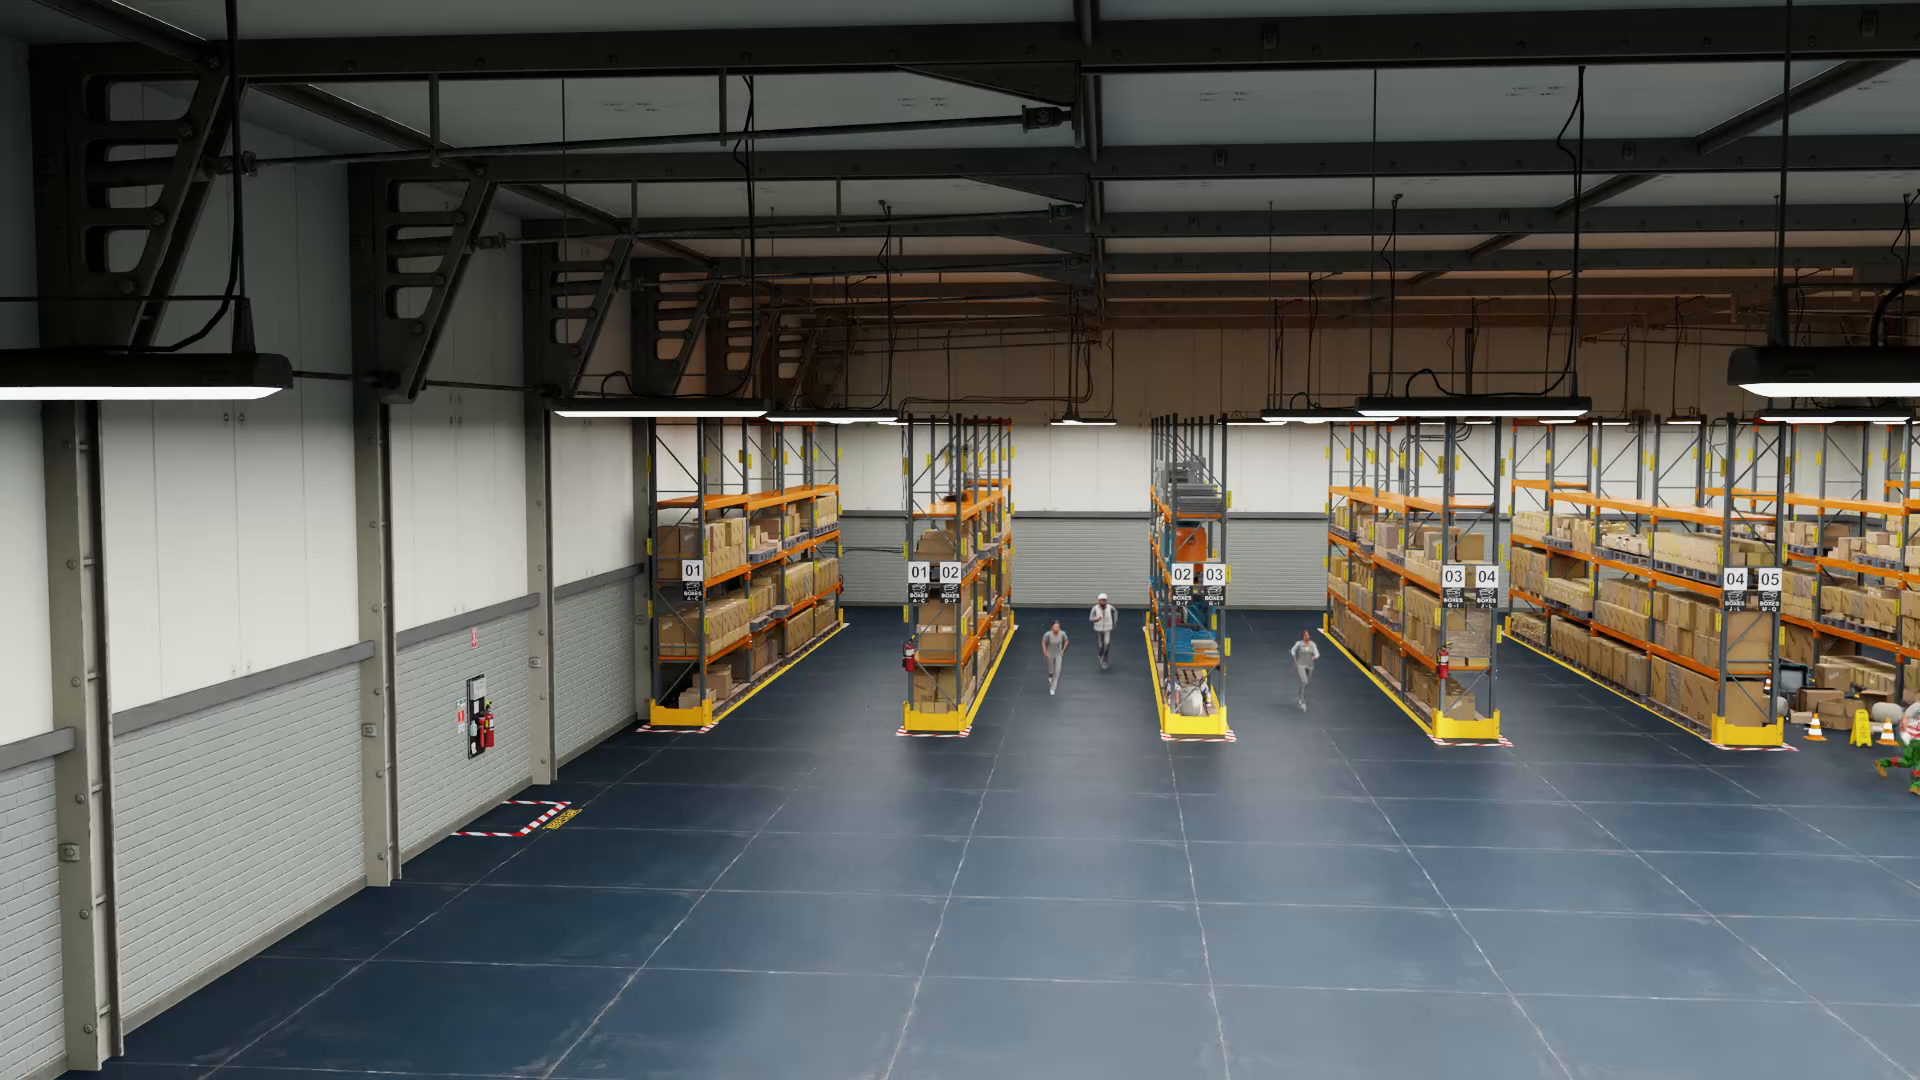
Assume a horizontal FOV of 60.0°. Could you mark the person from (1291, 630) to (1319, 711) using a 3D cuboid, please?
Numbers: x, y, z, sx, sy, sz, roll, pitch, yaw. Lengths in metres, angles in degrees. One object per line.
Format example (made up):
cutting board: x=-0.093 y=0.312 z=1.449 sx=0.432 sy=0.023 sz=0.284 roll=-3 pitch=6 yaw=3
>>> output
person: x=7.053 y=2.641 z=33.949 sx=0.519 sy=1.642 sz=0.707 roll=0 pitch=4 yaw=-7

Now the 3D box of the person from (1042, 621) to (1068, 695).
person: x=2.045 y=2.522 z=36.049 sx=0.560 sy=1.612 sz=0.806 roll=-1 pitch=4 yaw=-8

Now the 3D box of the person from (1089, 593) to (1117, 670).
person: x=3.424 y=2.171 z=39.796 sx=0.678 sy=1.815 sz=0.851 roll=0 pitch=4 yaw=2

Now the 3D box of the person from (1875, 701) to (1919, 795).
person: x=14.952 y=3.127 z=26.155 sx=0.659 sy=1.723 sz=0.860 roll=-4 pitch=5 yaw=-43
